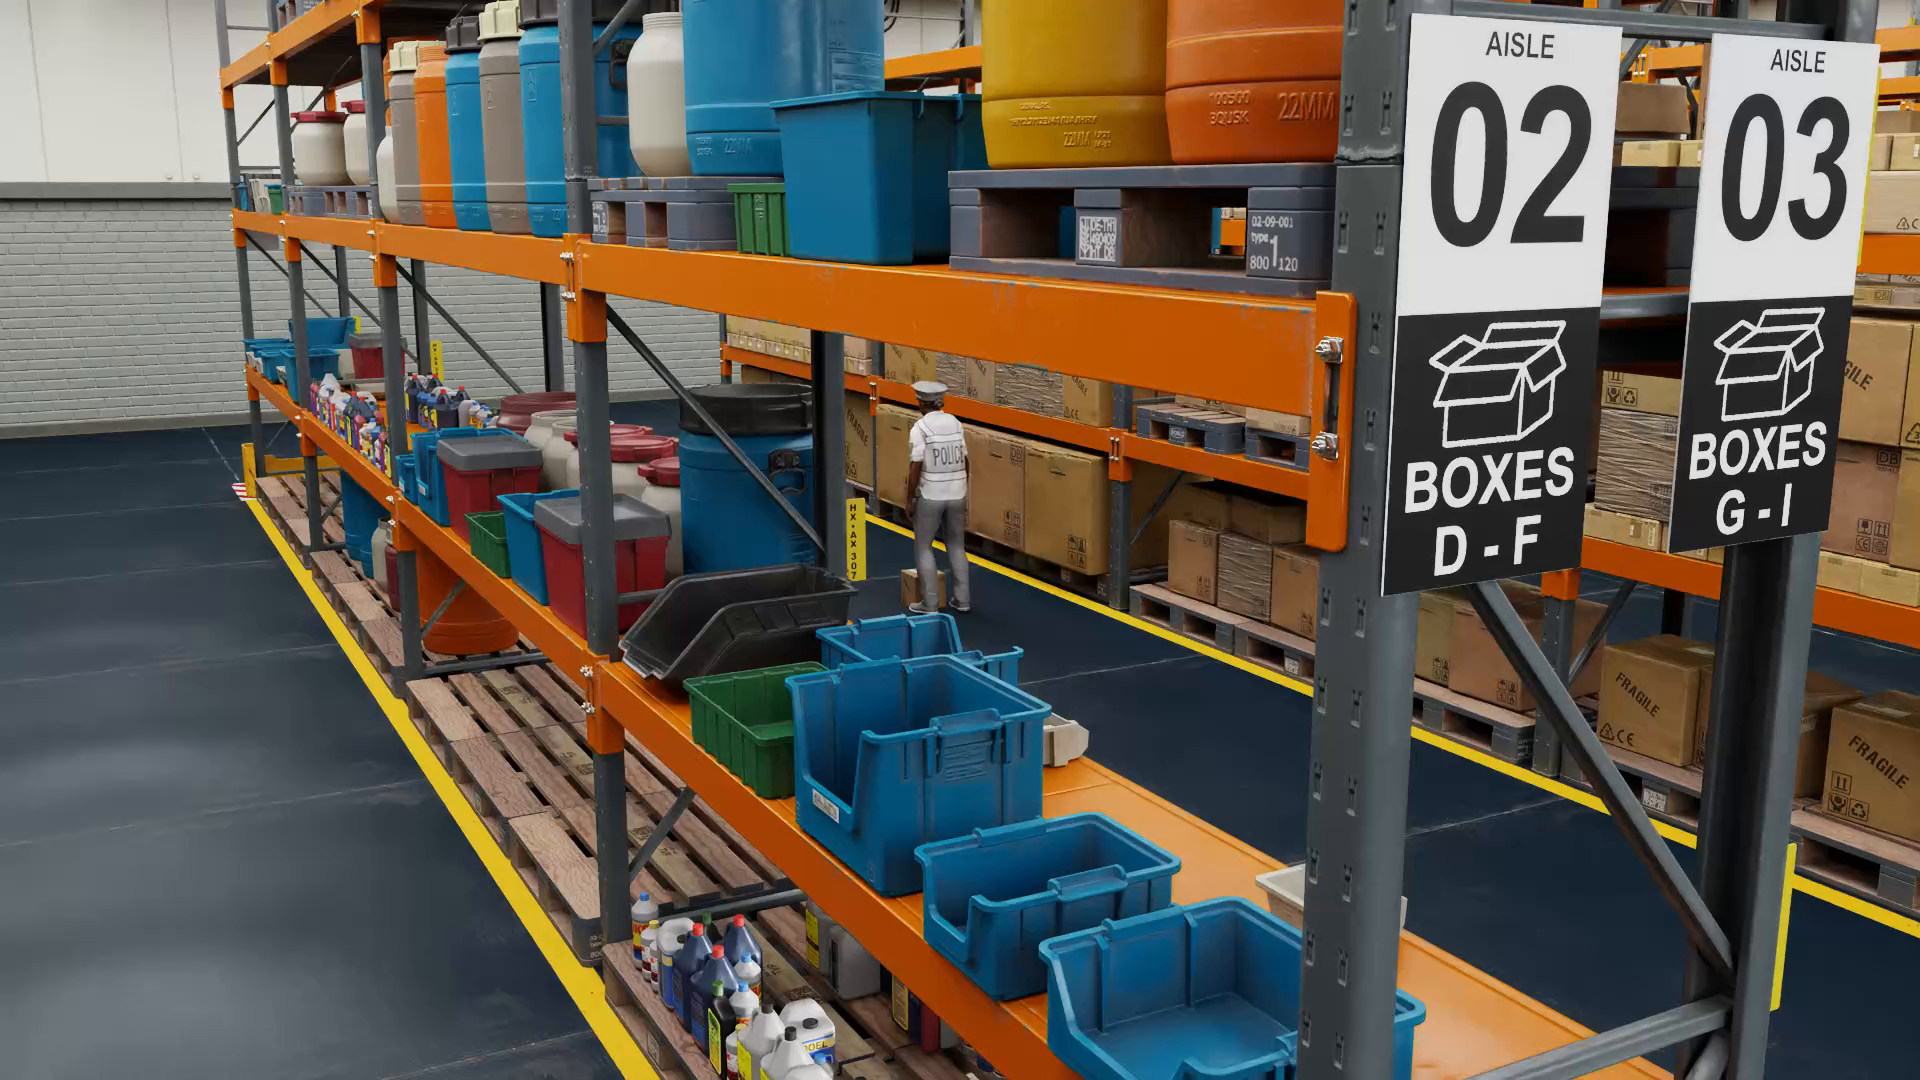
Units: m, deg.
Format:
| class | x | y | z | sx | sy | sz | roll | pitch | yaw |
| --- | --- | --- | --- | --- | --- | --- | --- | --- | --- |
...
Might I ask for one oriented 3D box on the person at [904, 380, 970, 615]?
| class | x | y | z | sx | sy | sz | roll | pitch | yaw |
| --- | --- | --- | --- | --- | --- | --- | --- | --- | --- |
| person | -0.150 | -0.294 | 11.854 | 0.532 | 1.664 | 0.391 | -7 | 14 | -31 |
